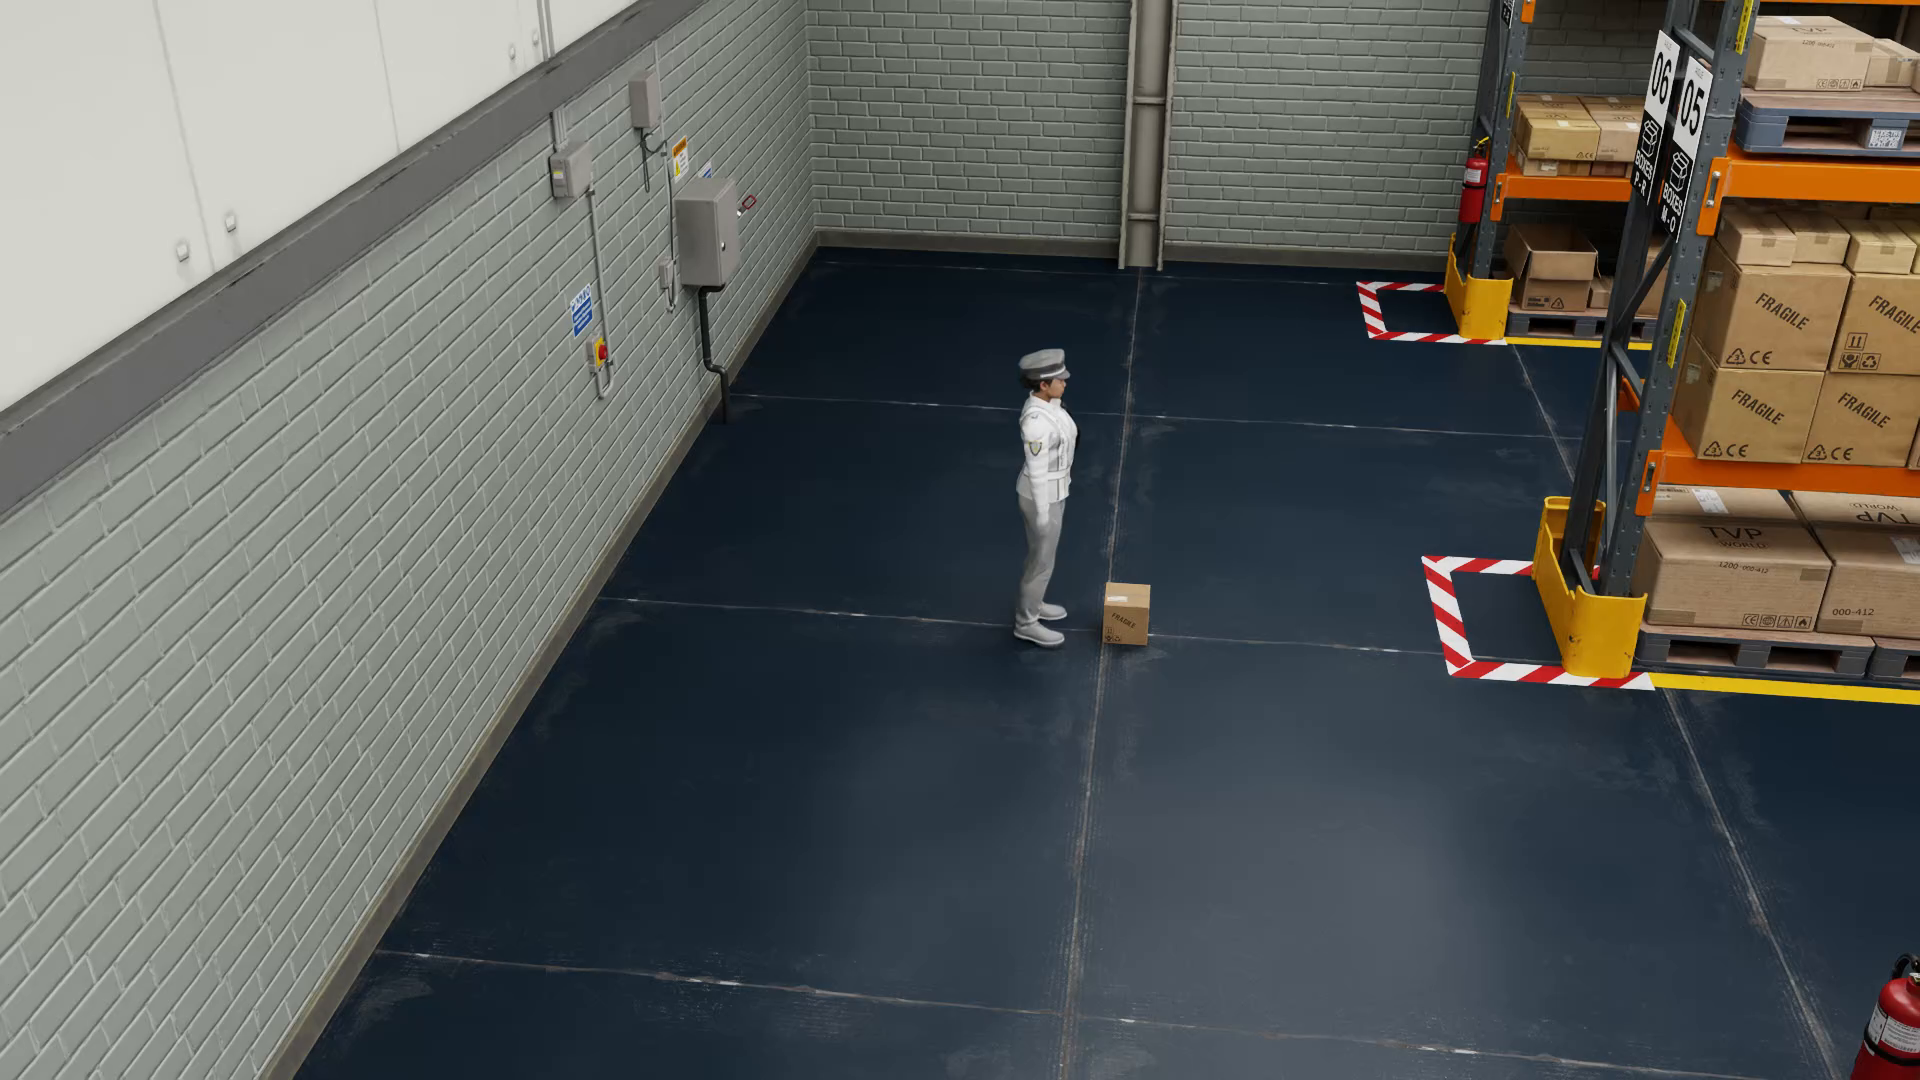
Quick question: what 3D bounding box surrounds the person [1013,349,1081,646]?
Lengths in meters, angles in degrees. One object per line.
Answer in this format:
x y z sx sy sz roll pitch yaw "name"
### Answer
0.471 -0.246 9.064 0.334 1.678 0.470 4 29 8 "person"
